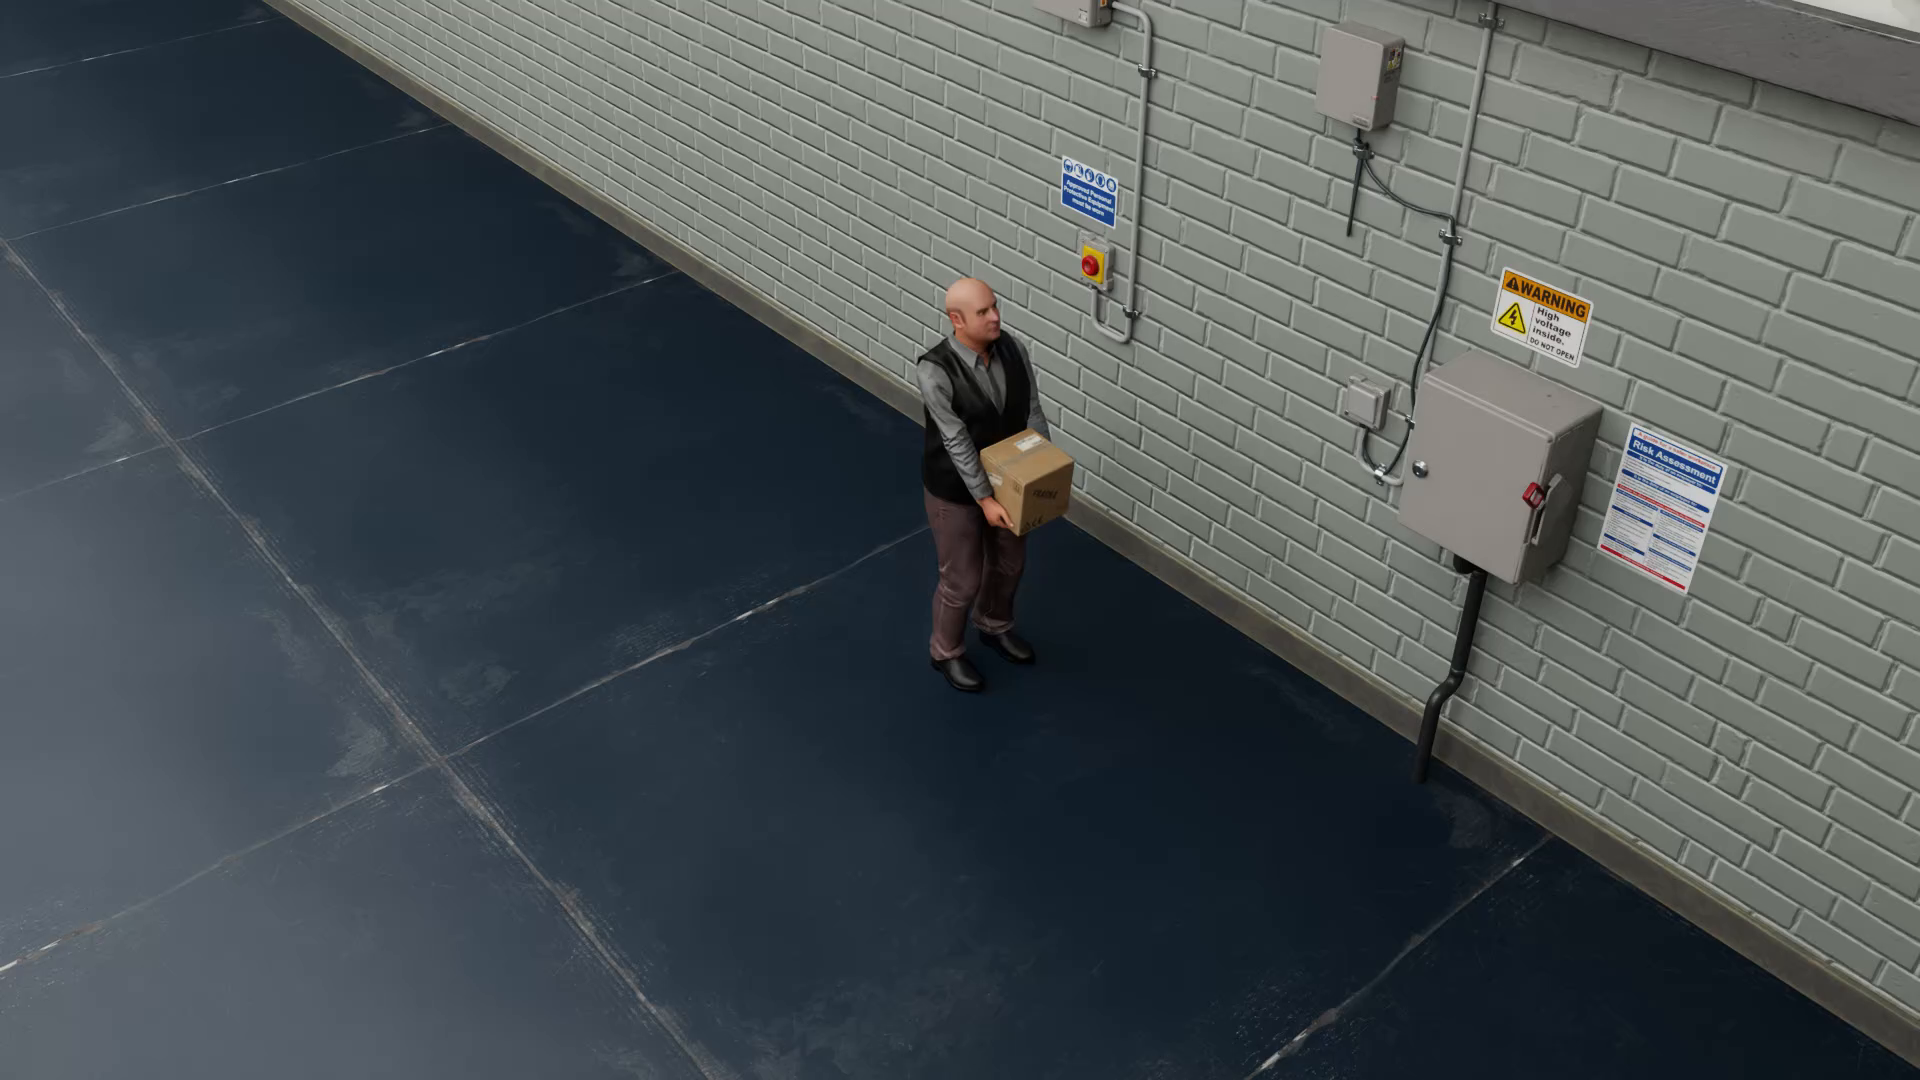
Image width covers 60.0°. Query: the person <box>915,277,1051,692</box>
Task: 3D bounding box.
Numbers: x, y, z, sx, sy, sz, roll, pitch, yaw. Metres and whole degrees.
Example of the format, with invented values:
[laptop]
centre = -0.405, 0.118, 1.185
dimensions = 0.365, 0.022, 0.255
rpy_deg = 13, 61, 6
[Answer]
[person]
centre = 0.134, -0.174, 6.418
dimensions = 0.494, 1.711, 0.551
rpy_deg = -26, 43, -31
